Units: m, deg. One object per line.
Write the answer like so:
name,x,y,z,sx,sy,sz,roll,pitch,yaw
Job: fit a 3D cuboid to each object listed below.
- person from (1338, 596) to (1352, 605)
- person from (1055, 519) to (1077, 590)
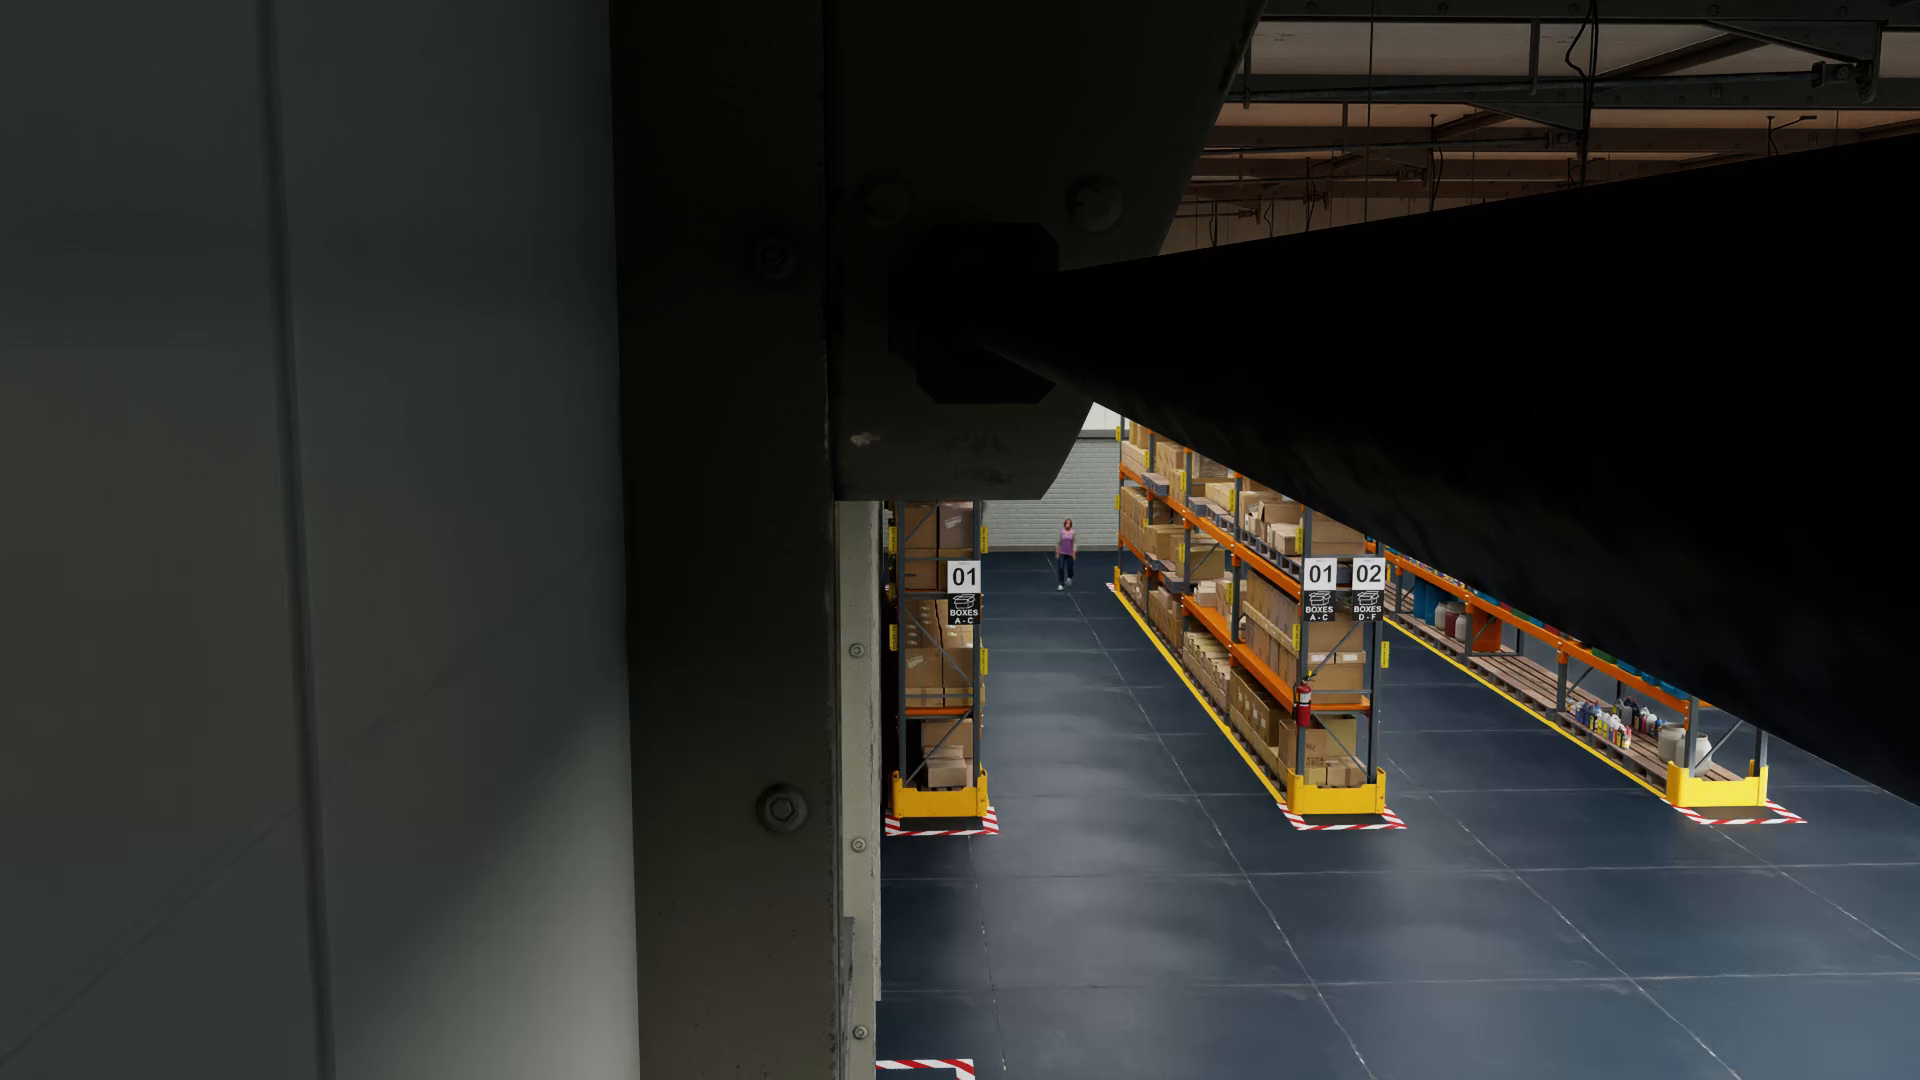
person,7.750,0.620,33.775,0.613,1.746,1.076,4,9,24
person,2.332,0.314,36.416,0.478,1.556,0.530,2,9,16
